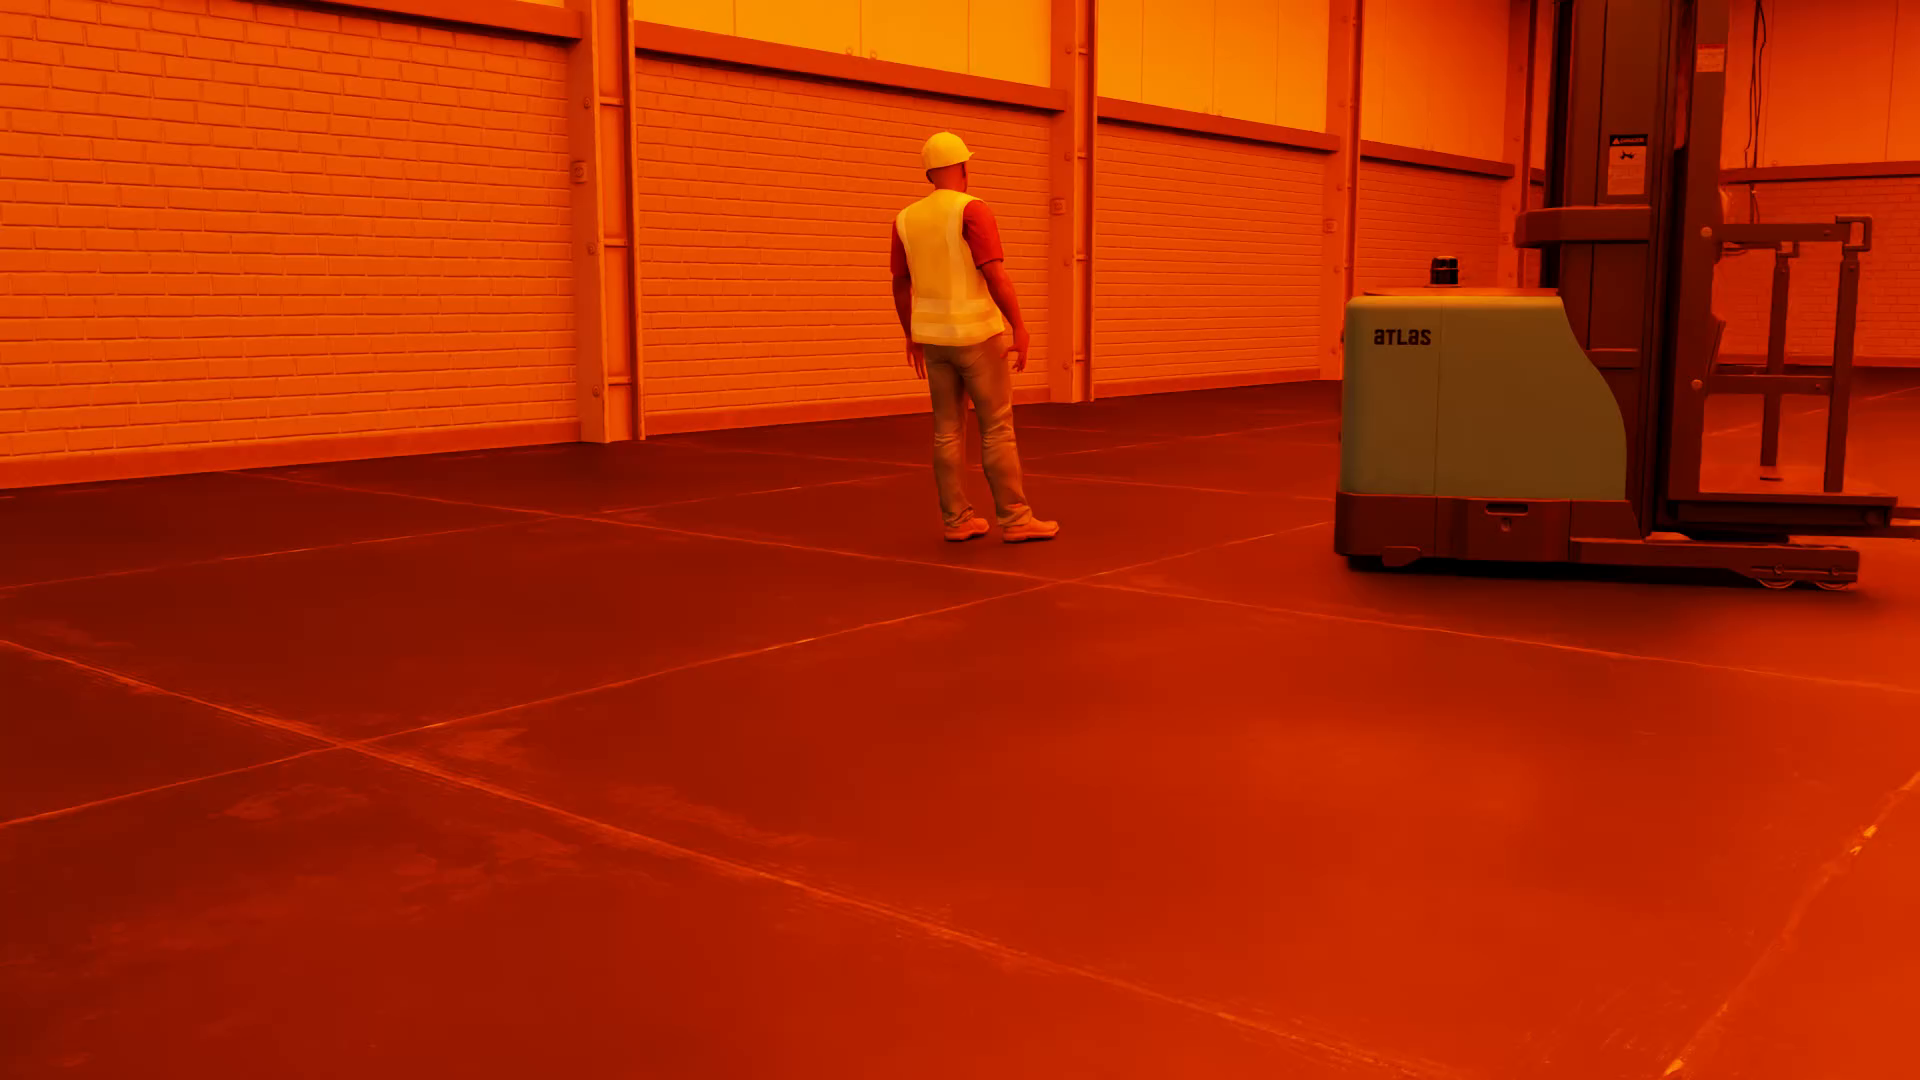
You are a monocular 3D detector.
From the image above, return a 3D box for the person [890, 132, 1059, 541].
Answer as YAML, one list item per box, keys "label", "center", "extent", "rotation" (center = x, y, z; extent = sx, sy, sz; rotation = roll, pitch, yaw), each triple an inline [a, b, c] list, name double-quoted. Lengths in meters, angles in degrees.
- label: "person"
  center: [0.048, -0.888, 7.327]
  extent: [0.666, 1.768, 0.575]
  rotation: [7, 11, 38]

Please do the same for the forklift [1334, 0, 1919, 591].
- label: "forklift"
  center: [3.060, -1.347, 6.484]
  extent: [3.031, 2.935, 1.130]
  rotation: [2, 9, 13]
